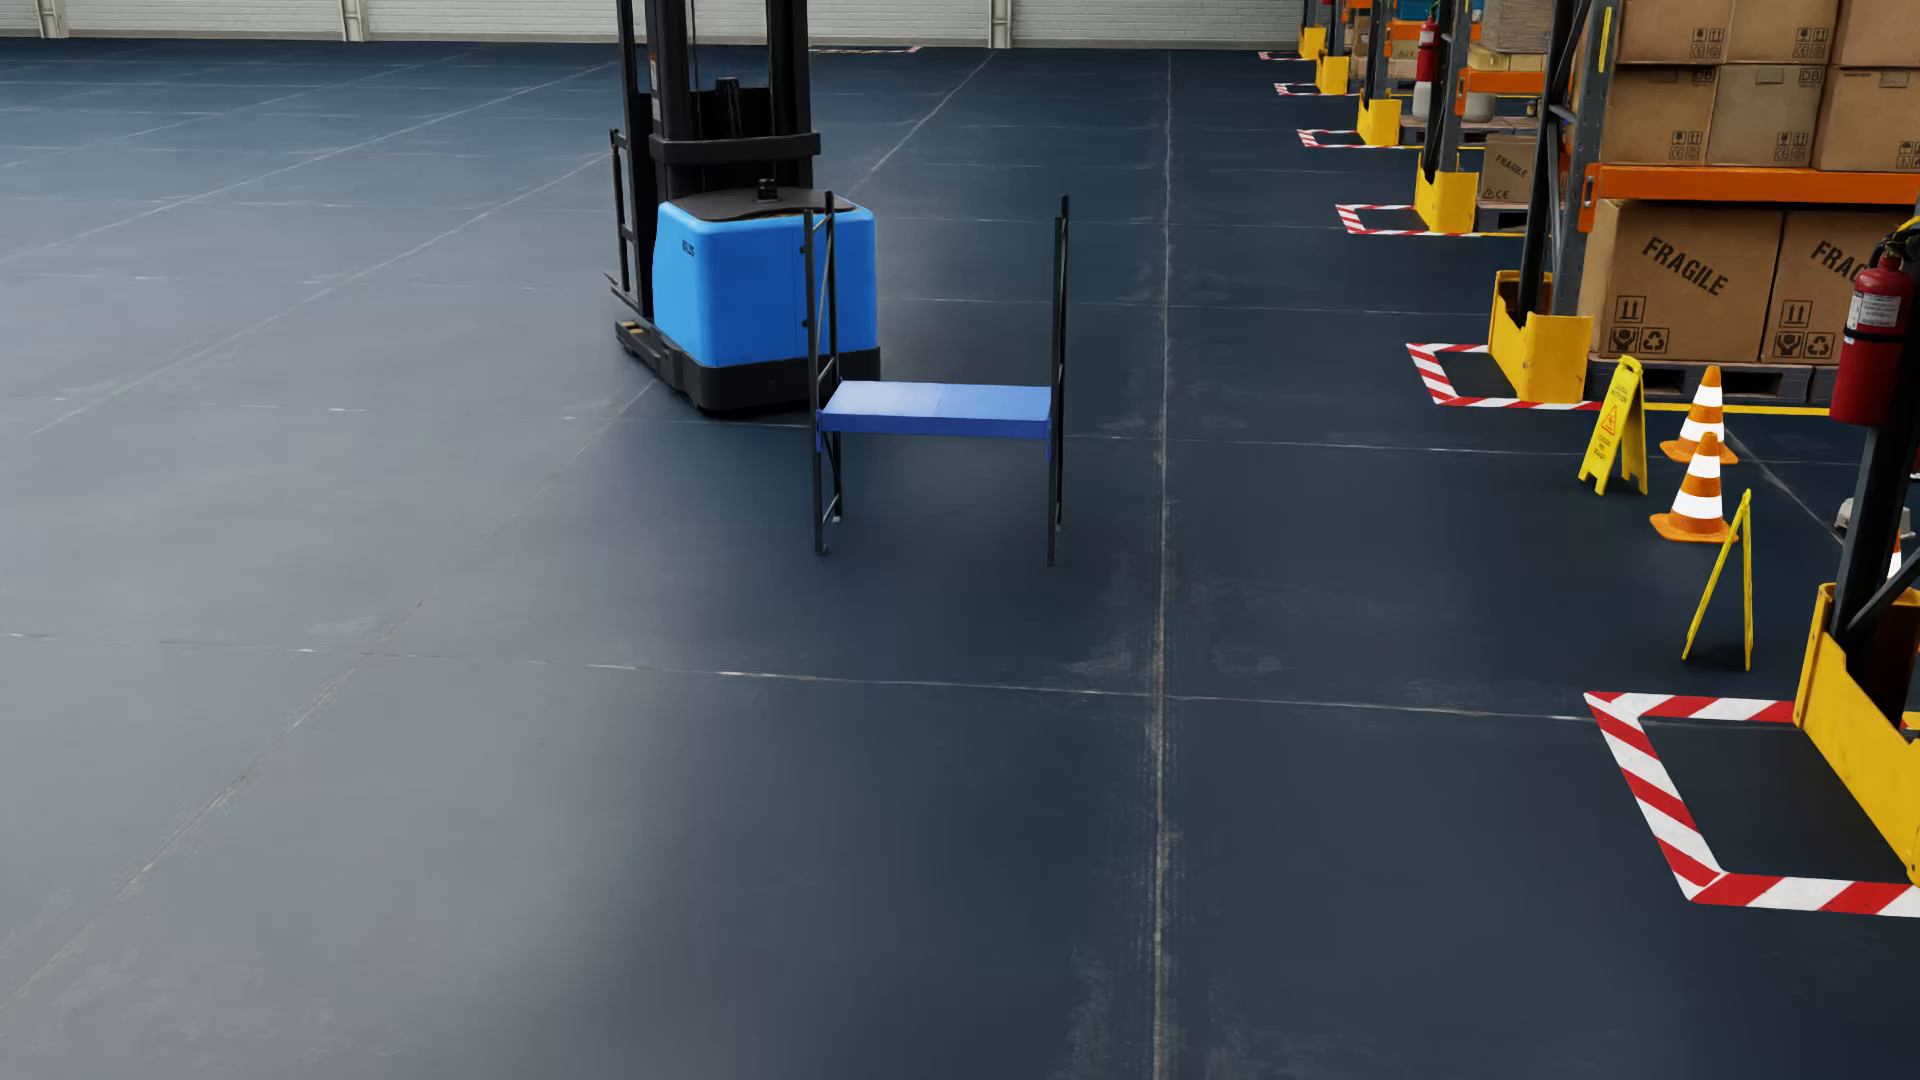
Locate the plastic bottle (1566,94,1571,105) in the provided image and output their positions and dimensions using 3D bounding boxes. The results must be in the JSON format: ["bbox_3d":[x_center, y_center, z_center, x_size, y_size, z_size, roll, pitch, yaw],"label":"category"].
[{"bbox_3d":[6.968,-4.986,19.077,0.135,0.276,0.152,2,22,5],"label":"plastic bottle"}]

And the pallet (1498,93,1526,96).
[{"bbox_3d":[7.267,-6.434,23.427,1.213,0.211,1.003,2,22,6],"label":"pallet"}]

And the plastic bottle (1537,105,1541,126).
[{"bbox_3d":[6.472,-4.737,18.456,0.097,0.271,0.097,0,22,0],"label":"plastic bottle"}]

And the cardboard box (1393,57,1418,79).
[{"bbox_3d":[6.298,-6.594,23.208,0.500,0.250,0.500,2,22,6],"label":"cardboard box"}]

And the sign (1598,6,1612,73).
[{"bbox_3d":[3.370,-2.616,8.692,0.005,0.325,0.100,2,22,6],"label":"sign"}]

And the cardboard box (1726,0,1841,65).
[{"bbox_3d":[4.362,-2.931,9.100,0.550,0.550,0.875,2,22,6],"label":"cardboard box"}]

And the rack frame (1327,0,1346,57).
[{"bbox_3d":[5.294,-7.802,23.095,0.127,3.000,1.000,2,22,6],"label":"rack frame"}]

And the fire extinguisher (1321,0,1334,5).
[{"bbox_3d":[5.232,-7.941,23.551,0.183,0.674,0.296,2,22,6],"label":"fire extinguisher"}]

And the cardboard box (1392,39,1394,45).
[{"bbox_3d":[7.116,-8.478,27.862,0.500,0.311,0.500,4,22,11],"label":"cardboard box"}]

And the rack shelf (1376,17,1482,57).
[{"bbox_3d":[6.694,-5.573,18.434,4.000,0.370,1.077,2,22,6],"label":"rack shelf"}]

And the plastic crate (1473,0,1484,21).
[{"bbox_3d":[5.884,-5.982,18.694,0.408,0.251,0.499,2,22,6],"label":"plastic crate"}]

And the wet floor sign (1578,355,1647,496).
[{"bbox_3d":[3.179,-0.563,7.985,0.232,0.644,0.267,-1,22,-3],"label":"wet floor sign"}]

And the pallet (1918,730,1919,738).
[{"bbox_3d":[3.837,0.781,5.178,1.213,0.211,1.003,2,22,6],"label":"pallet"}]

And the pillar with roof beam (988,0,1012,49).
[{"bbox_3d":[0.206,-11.374,23.970,0.400,9.000,9.100,2,22,6],"label":"pillar with roof beam"}]

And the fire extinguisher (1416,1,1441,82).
[{"bbox_3d":[4.065,-4.323,14.399,0.183,0.674,0.296,2,22,6],"label":"fire extinguisher"}]

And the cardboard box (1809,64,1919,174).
[{"bbox_3d":[4.905,-2.363,9.134,0.550,0.550,0.875,2,22,6],"label":"cardboard box"}]

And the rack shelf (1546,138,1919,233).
[{"bbox_3d":[5.427,-1.958,9.291,4.000,0.370,1.077,2,22,6],"label":"rack shelf"}]

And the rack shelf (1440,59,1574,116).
[{"bbox_3d":[6.111,-3.764,13.860,4.000,0.370,1.077,2,22,6],"label":"rack shelf"}]

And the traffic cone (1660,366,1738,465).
[{"bbox_3d":[3.801,-0.658,8.474,0.334,0.463,0.336,2,22,6],"label":"traffic cone"}]

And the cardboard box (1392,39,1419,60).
[{"bbox_3d":[6.298,-6.942,23.068,0.500,0.500,0.500,2,22,6],"label":"cardboard box"}]

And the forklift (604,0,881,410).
[{"bbox_3d":[-1.527,-2.574,9.964,1.130,2.935,3.031,-10,24,-23],"label":"forklift"}]

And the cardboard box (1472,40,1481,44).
[{"bbox_3d":[7.290,-6.897,22.955,0.500,0.500,0.500,2,22,6],"label":"cardboard box"}]

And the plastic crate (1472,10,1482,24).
[{"bbox_3d":[5.559,-5.715,18.174,0.250,0.136,0.298,2,22,6],"label":"plastic crate"}]

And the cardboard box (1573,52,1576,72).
[{"bbox_3d":[5.123,-3.932,13.647,0.250,0.149,0.380,2,22,6],"label":"cardboard box"}]

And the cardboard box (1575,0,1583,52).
[{"bbox_3d":[5.179,-4.359,13.844,0.500,0.500,0.875,2,22,6],"label":"cardboard box"}]

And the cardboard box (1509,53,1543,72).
[{"bbox_3d":[4.626,-3.952,13.697,0.250,0.149,0.380,2,22,6],"label":"cardboard box"}]

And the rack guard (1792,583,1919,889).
[{"bbox_3d":[3.034,0.598,5.246,0.348,0.500,1.175,2,22,6],"label":"rack guard"}]

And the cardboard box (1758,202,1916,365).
[{"bbox_3d":[4.996,-1.544,9.583,0.875,0.875,0.875,2,22,5],"label":"cardboard box"}]

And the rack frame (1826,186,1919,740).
[{"bbox_3d":[2.959,-0.567,4.795,0.127,3.000,1.000,2,22,6],"label":"rack frame"}]

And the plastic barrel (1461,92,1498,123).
[{"bbox_3d":[5.868,-5.010,18.845,0.421,0.512,0.421,0,22,0],"label":"plastic barrel"}]

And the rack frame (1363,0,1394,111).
[{"bbox_3d":[4.708,-5.994,18.521,0.127,3.000,1.000,2,22,6],"label":"rack frame"}]

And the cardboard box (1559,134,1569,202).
[{"bbox_3d":[5.341,-3.172,14.212,0.500,0.500,0.500,8,23,20],"label":"cardboard box"}]

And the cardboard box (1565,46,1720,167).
[{"bbox_3d":[3.815,-2.449,9.351,0.550,0.550,0.875,2,22,6],"label":"cardboard box"}]

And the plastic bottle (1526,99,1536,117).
[{"bbox_3d":[6.583,-4.978,19.158,0.097,0.201,0.097,0,22,0],"label":"plastic bottle"}]

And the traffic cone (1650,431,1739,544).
[{"bbox_3d":[3.330,-0.260,7.468,0.334,0.463,0.336,2,22,6],"label":"traffic cone"}]

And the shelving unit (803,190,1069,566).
[{"bbox_3d":[-0.085,-0.701,7.173,1.048,1.500,0.538,2,22,6],"label":"shelving unit"}]

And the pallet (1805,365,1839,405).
[{"bbox_3d":[5.452,-1.022,9.739,1.213,0.211,1.003,2,22,6],"label":"pallet"}]

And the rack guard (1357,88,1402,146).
[{"bbox_3d":[4.789,-4.845,19.016,0.348,0.500,1.175,2,22,6],"label":"rack guard"}]

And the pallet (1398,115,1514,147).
[{"bbox_3d":[5.595,-4.674,18.975,1.213,0.211,1.003,2,22,6],"label":"pallet"}]

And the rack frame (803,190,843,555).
[{"bbox_3d":[-0.590,-0.723,7.229,0.032,1.500,0.500,2,22,6],"label":"rack frame"}]

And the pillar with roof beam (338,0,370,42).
[{"bbox_3d":[-11.711,-11.893,25.284,0.400,9.000,9.100,2,22,6],"label":"pillar with roof beam"}]

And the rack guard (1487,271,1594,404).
[{"bbox_3d":[3.417,-1.218,9.840,0.348,0.500,1.175,2,22,6],"label":"rack guard"}]

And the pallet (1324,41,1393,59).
[{"bbox_3d":[6.752,-8.263,28.053,1.213,0.211,1.003,2,22,6],"label":"pallet"}]
